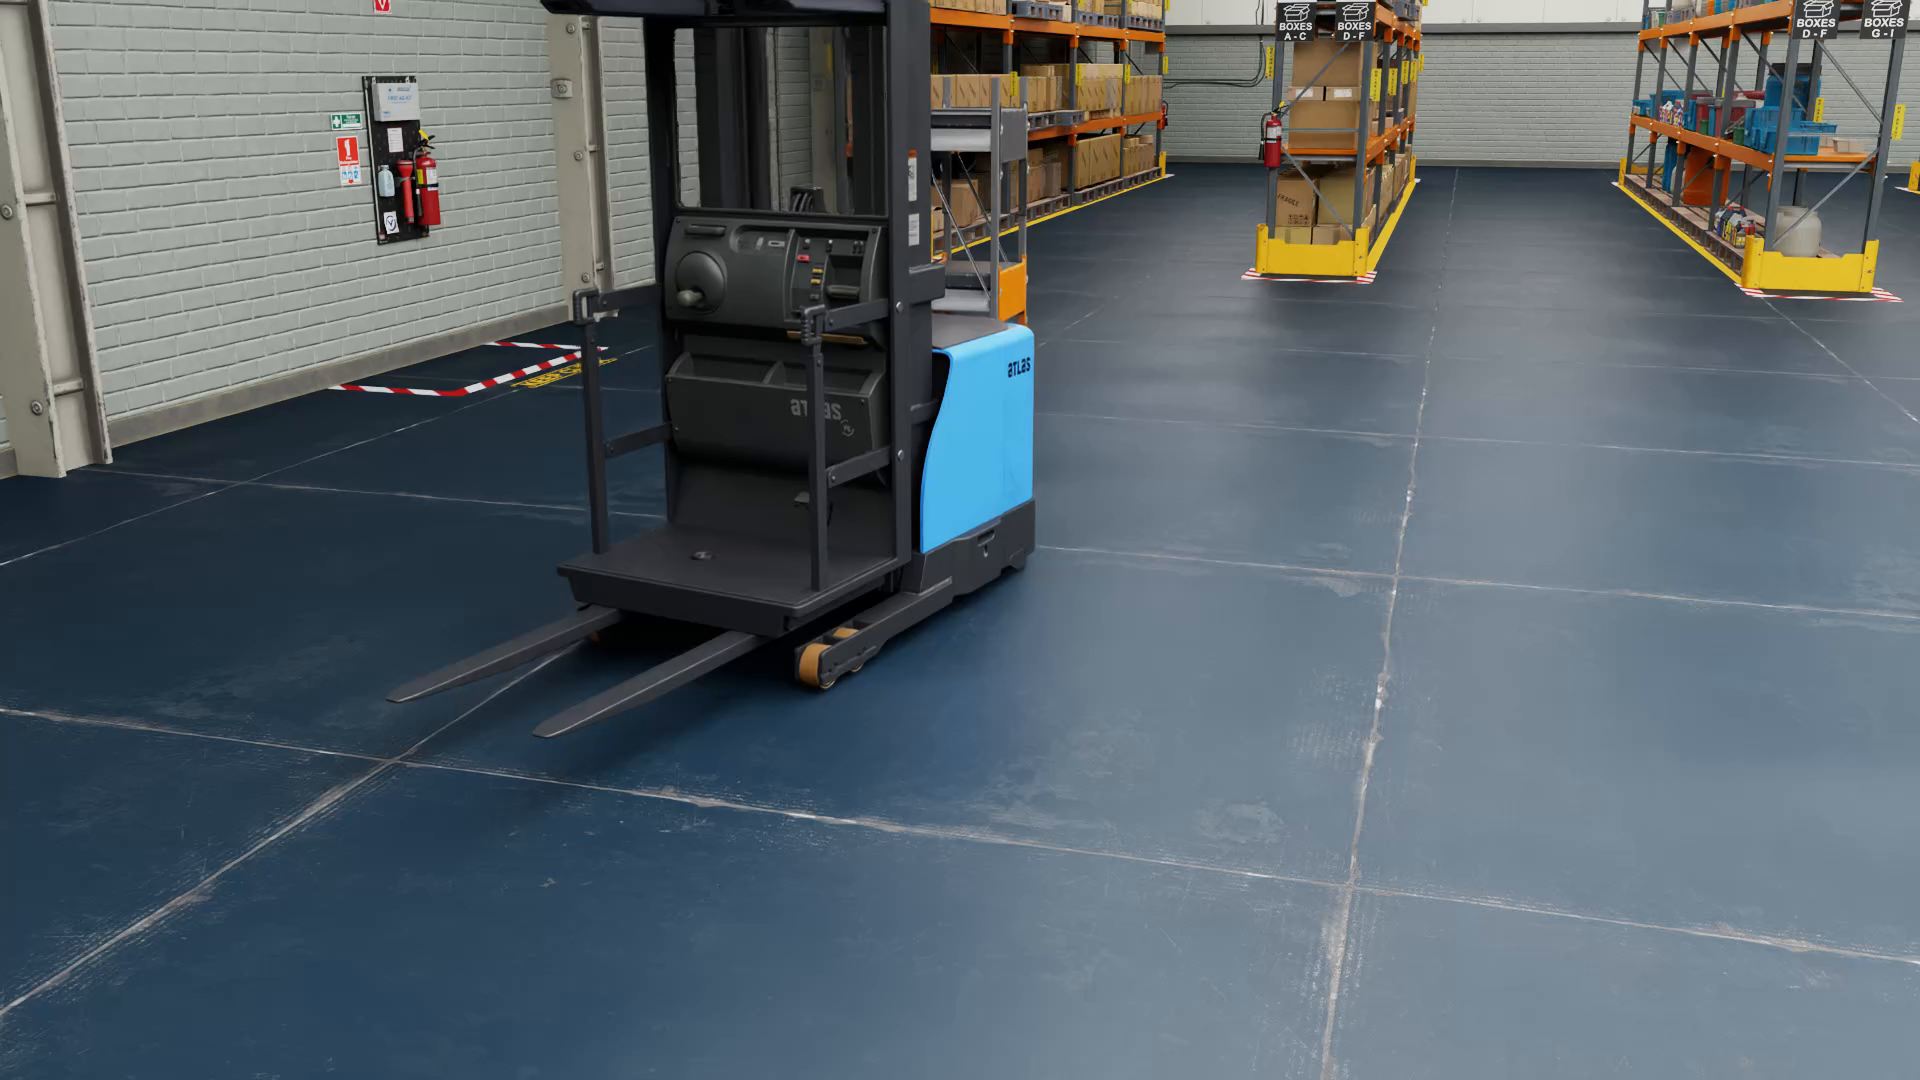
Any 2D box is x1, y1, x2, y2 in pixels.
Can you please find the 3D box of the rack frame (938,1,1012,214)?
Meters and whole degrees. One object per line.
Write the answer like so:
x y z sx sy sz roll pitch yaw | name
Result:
0.200 -5.780 22.709 1.000 3.000 0.127 5 16 16 | rack frame

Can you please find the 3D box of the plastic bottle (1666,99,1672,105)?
11.550 -7.003 27.113 0.144 0.351 0.185 5 16 16 | plastic bottle

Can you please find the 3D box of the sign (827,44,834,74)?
-1.463 -5.490 18.989 0.100 0.325 0.005 5 16 16 | sign

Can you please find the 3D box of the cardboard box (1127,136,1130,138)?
3.136 -7.890 32.772 0.380 0.149 0.250 5 17 16 | cardboard box

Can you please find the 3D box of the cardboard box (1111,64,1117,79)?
2.432 -8.159 28.959 0.500 0.250 0.500 5 17 17 | cardboard box

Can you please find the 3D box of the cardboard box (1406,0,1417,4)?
7.601 -9.209 28.661 0.500 0.250 0.500 5 16 16 | cardboard box

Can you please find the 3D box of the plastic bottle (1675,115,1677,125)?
10.796 -6.318 24.970 0.097 0.201 0.097 0 16 0 | plastic bottle

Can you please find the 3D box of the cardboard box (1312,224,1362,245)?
4.180 -3.352 18.420 0.500 0.250 0.500 5 16 16 | cardboard box

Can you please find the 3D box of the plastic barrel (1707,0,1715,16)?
10.208 -7.338 21.921 0.600 0.830 0.708 5 16 16 | plastic barrel

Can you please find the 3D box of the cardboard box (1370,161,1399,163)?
6.634 -5.686 26.155 0.500 0.500 0.500 4 16 14 | cardboard box

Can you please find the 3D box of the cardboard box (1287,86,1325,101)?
3.740 -4.825 17.971 0.380 0.149 0.250 4 16 15 | cardboard box

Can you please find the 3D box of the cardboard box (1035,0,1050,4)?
0.880 -7.997 24.802 0.797 0.503 0.637 7 17 24 | cardboard box

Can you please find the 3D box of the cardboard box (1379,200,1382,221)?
5.303 -4.362 21.980 0.500 0.250 0.500 4 16 15 | cardboard box

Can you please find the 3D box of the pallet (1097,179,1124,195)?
2.327 -6.323 29.736 1.003 0.211 1.213 5 16 16 | pallet

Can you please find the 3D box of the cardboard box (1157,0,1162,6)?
3.664 -10.688 32.466 0.500 0.500 0.500 5 16 16 | cardboard box

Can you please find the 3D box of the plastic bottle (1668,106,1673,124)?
11.060 -6.594 25.817 0.097 0.271 0.097 0 16 0 | plastic bottle

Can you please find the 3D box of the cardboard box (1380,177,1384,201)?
5.307 -4.634 21.913 0.500 0.311 0.500 5 16 16 | cardboard box

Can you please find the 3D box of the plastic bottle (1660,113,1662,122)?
11.378 -6.888 26.851 0.097 0.271 0.097 0 16 0 | plastic bottle

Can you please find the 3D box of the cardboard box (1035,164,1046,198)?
0.925 -5.517 25.558 0.700 0.500 0.500 5 16 16 | cardboard box

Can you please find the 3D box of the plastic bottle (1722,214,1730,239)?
8.931 -3.648 19.365 0.061 0.283 0.133 5 17 18 | plastic bottle

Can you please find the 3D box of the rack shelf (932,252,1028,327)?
0.047 -1.040 7.699 0.431 0.518 0.480 5 16 16 | rack shelf

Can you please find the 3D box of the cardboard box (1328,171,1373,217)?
4.609 -4.105 19.701 0.500 0.500 0.500 5 16 16 | cardboard box

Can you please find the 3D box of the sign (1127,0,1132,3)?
2.997 -9.676 29.426 0.100 0.325 0.005 5 16 16 | sign

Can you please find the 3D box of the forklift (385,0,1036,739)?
-0.807 -1.016 6.039 1.130 2.935 3.031 8 18 27 | forklift

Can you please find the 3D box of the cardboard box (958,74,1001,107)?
0.226 -5.799 21.642 0.500 0.500 0.500 5 16 16 | cardboard box

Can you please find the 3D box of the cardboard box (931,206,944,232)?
-0.492 -3.974 20.466 0.500 0.311 0.500 6 17 20 | cardboard box

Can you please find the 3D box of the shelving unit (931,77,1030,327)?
0.047 -1.053 7.696 0.431 2.100 0.503 5 16 16 | shelving unit

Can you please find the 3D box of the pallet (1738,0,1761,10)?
9.587 -6.167 18.925 1.213 0.211 1.003 5 16 16 | pallet

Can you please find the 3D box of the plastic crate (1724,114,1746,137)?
9.428 -4.854 19.561 0.767 0.338 0.504 5 16 16 | plastic crate

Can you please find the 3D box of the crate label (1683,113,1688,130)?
10.356 -5.896 23.427 0.303 0.233 0.416 5 16 16 | crate label

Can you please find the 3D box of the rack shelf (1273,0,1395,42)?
4.382 -5.970 19.202 1.077 0.370 4.000 5 16 16 | rack shelf

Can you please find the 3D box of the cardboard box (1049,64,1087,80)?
1.721 -7.494 26.614 0.500 0.250 0.500 5 17 17 | cardboard box

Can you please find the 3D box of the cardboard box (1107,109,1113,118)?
2.464 -7.445 29.005 0.380 0.149 0.250 5 16 16 | cardboard box

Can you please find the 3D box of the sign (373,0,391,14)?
-4.109 -3.891 11.802 0.001 0.298 0.199 5 16 16 | sign

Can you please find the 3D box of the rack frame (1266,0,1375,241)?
3.814 -4.350 17.669 1.000 3.000 0.127 5 16 16 | rack frame

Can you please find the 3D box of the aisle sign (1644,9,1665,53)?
12.845 -9.443 30.862 0.394 0.787 0.004 5 16 16 | aisle sign

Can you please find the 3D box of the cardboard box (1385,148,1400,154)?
7.753 -6.992 30.752 0.797 0.503 0.637 5 16 16 | cardboard box

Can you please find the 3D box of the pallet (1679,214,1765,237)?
10.230 -4.199 22.245 1.003 0.211 1.213 5 16 16 | pallet

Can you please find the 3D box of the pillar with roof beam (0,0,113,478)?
-0.850 -4.396 6.837 9.100 9.000 0.400 5 16 16 | pillar with roof beam

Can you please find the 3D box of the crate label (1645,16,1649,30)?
12.537 -9.306 29.917 0.408 0.251 0.502 5 16 16 | crate label

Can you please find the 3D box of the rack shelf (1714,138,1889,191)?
9.130 -4.142 18.254 1.077 0.370 4.000 5 16 16 | rack shelf

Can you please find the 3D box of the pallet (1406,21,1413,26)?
6.680 -8.405 26.814 1.213 0.211 1.003 5 16 16 | pallet

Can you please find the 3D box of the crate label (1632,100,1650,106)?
12.723 -8.060 30.946 0.416 0.233 0.303 5 16 16 | crate label

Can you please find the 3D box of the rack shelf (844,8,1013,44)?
-0.368 -6.353 20.553 1.077 0.370 4.000 5 16 16 | rack shelf

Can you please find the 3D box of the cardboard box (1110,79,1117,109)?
2.449 -7.799 29.063 0.500 0.500 0.500 5 17 16 | cardboard box

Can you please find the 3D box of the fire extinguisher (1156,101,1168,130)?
4.096 -8.706 33.852 0.296 0.674 0.183 5 16 16 | fire extinguisher

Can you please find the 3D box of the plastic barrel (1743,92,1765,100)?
10.512 -5.615 21.880 0.433 0.535 0.433 0 16 0 | plastic barrel

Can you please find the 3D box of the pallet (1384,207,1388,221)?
5.816 -4.889 24.679 1.003 0.211 1.213 5 16 16 | pallet

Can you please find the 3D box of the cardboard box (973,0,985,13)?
0.017 -6.850 20.765 0.500 0.500 0.500 4 16 14 | cardboard box

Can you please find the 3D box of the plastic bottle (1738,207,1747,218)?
9.210 -3.758 19.631 0.144 0.351 0.185 5 16 16 | plastic bottle

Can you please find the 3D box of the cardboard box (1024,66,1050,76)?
1.190 -7.220 25.609 0.380 0.149 0.250 2 16 7 | cardboard box

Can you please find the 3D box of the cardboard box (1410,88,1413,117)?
7.773 -7.784 29.592 0.500 0.500 0.500 5 17 17 | cardboard box

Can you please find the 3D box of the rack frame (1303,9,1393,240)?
4.951 -5.396 21.358 1.000 3.000 0.127 5 16 16 | rack frame
